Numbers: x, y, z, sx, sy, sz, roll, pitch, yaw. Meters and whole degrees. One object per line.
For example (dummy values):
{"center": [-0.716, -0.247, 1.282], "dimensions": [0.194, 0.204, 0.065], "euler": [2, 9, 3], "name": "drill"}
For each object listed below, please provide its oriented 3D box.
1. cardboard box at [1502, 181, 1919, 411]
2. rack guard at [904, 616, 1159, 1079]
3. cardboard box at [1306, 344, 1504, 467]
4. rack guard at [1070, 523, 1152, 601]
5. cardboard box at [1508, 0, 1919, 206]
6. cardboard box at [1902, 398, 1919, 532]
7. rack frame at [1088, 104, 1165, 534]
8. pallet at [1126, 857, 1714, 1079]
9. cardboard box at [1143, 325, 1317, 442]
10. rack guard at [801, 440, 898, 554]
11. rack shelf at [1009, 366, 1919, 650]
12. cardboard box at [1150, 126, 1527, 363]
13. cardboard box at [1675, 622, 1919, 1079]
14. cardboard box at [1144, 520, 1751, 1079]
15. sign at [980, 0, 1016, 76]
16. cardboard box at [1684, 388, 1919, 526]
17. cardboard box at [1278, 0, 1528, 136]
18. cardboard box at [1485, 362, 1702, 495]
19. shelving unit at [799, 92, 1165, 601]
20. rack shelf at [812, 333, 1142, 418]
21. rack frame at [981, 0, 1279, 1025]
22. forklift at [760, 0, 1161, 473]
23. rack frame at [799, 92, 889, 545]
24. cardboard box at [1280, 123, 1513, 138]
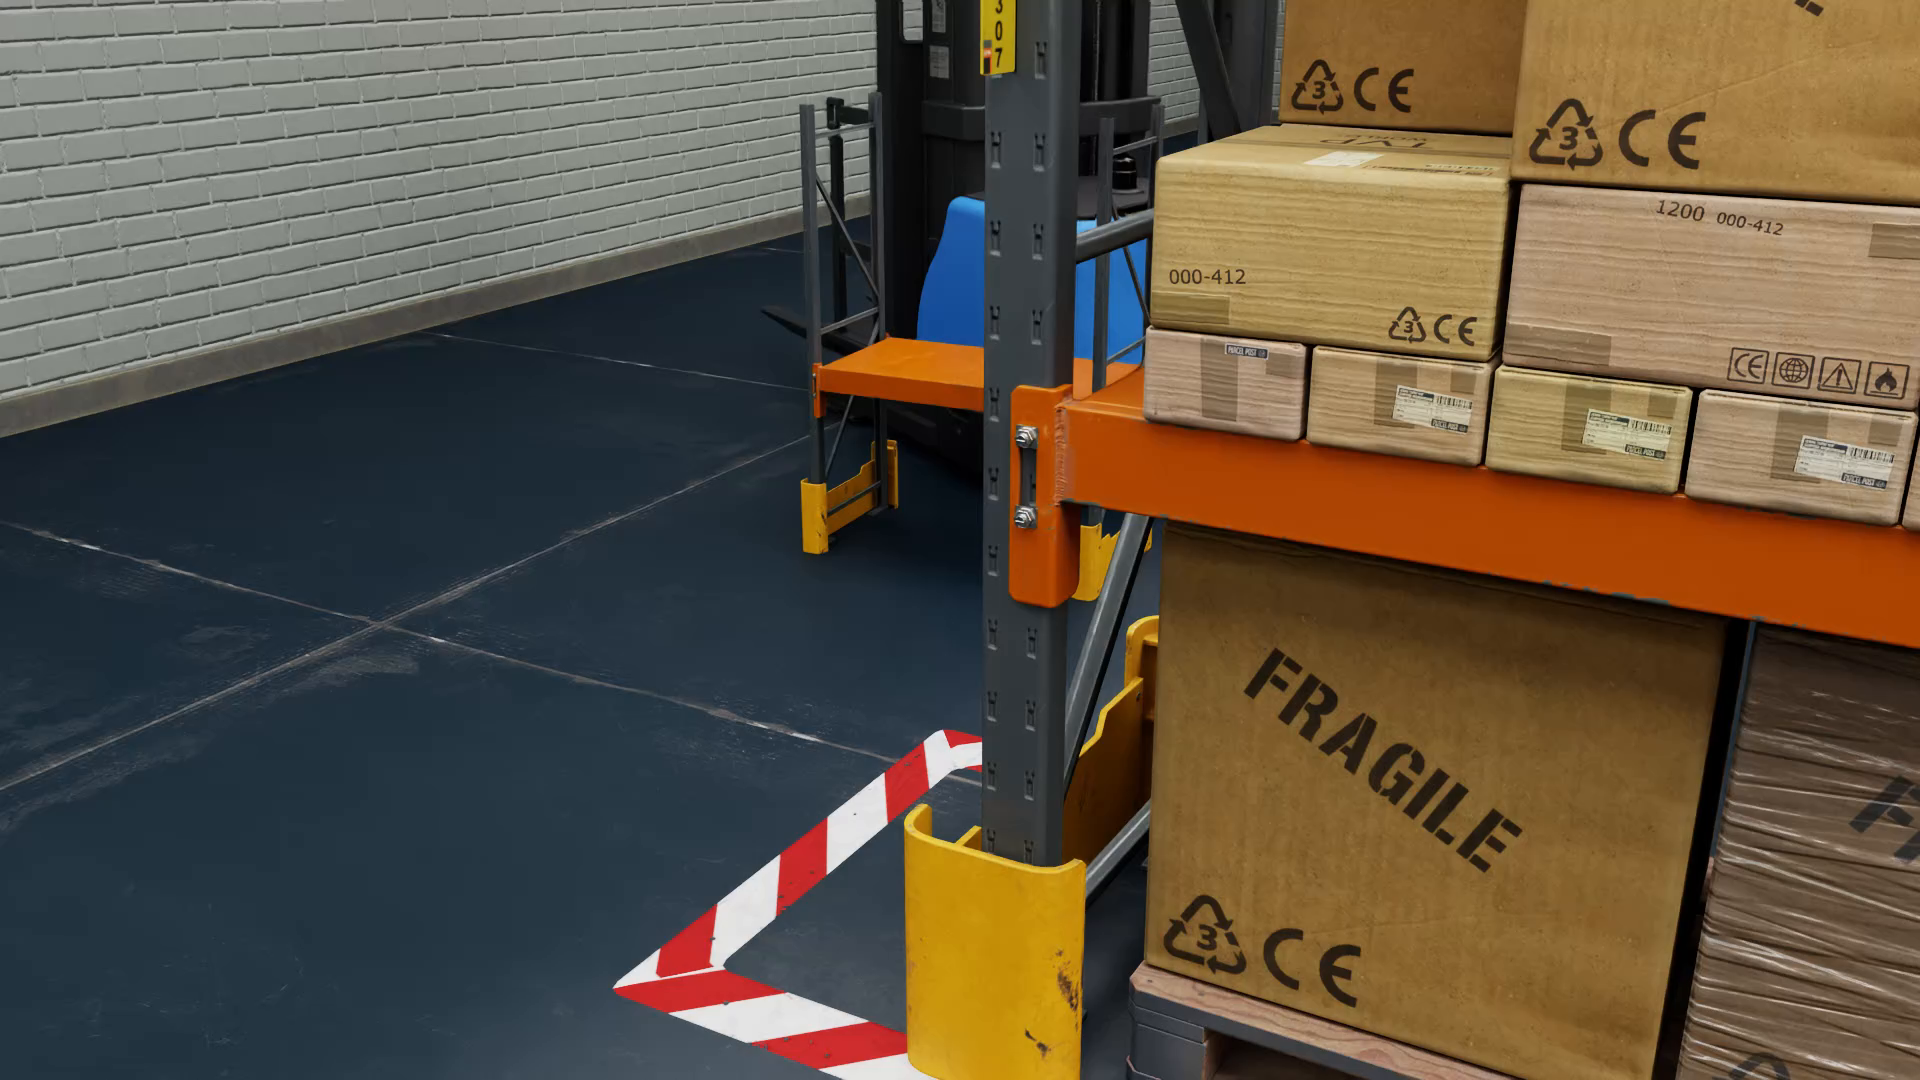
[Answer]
{"center": [1.076, -0.389, 2.321], "dimensions": [0.500, 0.250, 0.500], "euler": [10, 22, 27], "name": "cardboard box"}
{"center": [0.311, 0.607, 3.458], "dimensions": [0.348, 0.500, 1.175], "euler": [11, 23, 27], "name": "rack guard"}
{"center": [0.706, -0.246, 2.514], "dimensions": [0.250, 0.149, 0.380], "euler": [10, 22, 27], "name": "cardboard box"}
{"center": [0.511, -0.015, 5.541], "dimensions": [0.087, 0.250, 0.587], "euler": [9, 22, 24], "name": "rack guard"}
{"center": [1.056, -0.742, 2.197], "dimensions": [0.500, 0.500, 0.500], "euler": [10, 22, 26], "name": "cardboard box"}
{"center": [1.379, -0.118, 2.161], "dimensions": [0.250, 0.149, 0.380], "euler": [10, 22, 26], "name": "cardboard box"}
{"center": [0.528, -0.600, 5.320], "dimensions": [0.032, 1.500, 0.500], "euler": [9, 22, 24], "name": "rack frame"}
{"center": [1.068, 0.857, 3.194], "dimensions": [1.213, 0.211, 1.003], "euler": [11, 23, 27], "name": "pallet"}
{"center": [0.481, -0.289, 2.630], "dimensions": [0.250, 0.149, 0.380], "euler": [11, 23, 28], "name": "cardboard box"}
{"center": [-0.387, -0.162, 5.946], "dimensions": [0.087, 0.250, 0.587], "euler": [9, 22, 24], "name": "rack guard"}
{"center": [2.078, 0.107, 2.227], "dimensions": [4.000, 0.370, 1.077], "euler": [11, 23, 27], "name": "rack shelf"}
{"center": [0.619, -0.473, 2.554], "dimensions": [0.500, 0.250, 0.500], "euler": [10, 22, 26], "name": "cardboard box"}
{"center": [1.724, 0.471, 2.667], "dimensions": [0.875, 0.875, 0.875], "euler": [11, 23, 27], "name": "cardboard box"}
{"center": [0.930, 0.320, 3.084], "dimensions": [0.875, 0.875, 0.875], "euler": [11, 23, 27], "name": "cardboard box"}
{"center": [0.056, -0.844, 2.407], "dimensions": [0.005, 0.325, 0.100], "euler": [11, 23, 27], "name": "sign"}
{"center": [1.158, -0.161, 2.278], "dimensions": [0.250, 0.149, 0.380], "euler": [10, 22, 26], "name": "cardboard box"}
{"center": [0.885, -0.983, 2.860], "dimensions": [0.500, 0.500, 0.500], "euler": [11, 23, 28], "name": "cardboard box"}
{"center": [0.929, -0.204, 2.397], "dimensions": [0.250, 0.149, 0.380], "euler": [10, 22, 26], "name": "cardboard box"}
{"center": [0.062, -0.676, 5.530], "dimensions": [1.083, 1.500, 0.587], "euler": [9, 22, 24], "name": "shelving unit"}
{"center": [0.070, -0.506, 5.588], "dimensions": [1.000, 0.185, 0.538], "euler": [9, 22, 24], "name": "rack shelf"}
{"center": [0.332, -0.564, 3.021], "dimensions": [0.127, 3.000, 1.000], "euler": [11, 23, 27], "name": "rack frame"}
{"center": [0.036, -1.965, 6.983], "dimensions": [1.130, 2.935, 3.031], "euler": [-11, 23, -29], "name": "forklift"}
{"center": [-0.388, -0.750, 5.733], "dimensions": [0.032, 1.500, 0.500], "euler": [9, 22, 24], "name": "rack frame"}
{"center": [0.884, -0.632, 2.992], "dimensions": [0.500, 0.250, 0.500], "euler": [10, 22, 26], "name": "cardboard box"}
